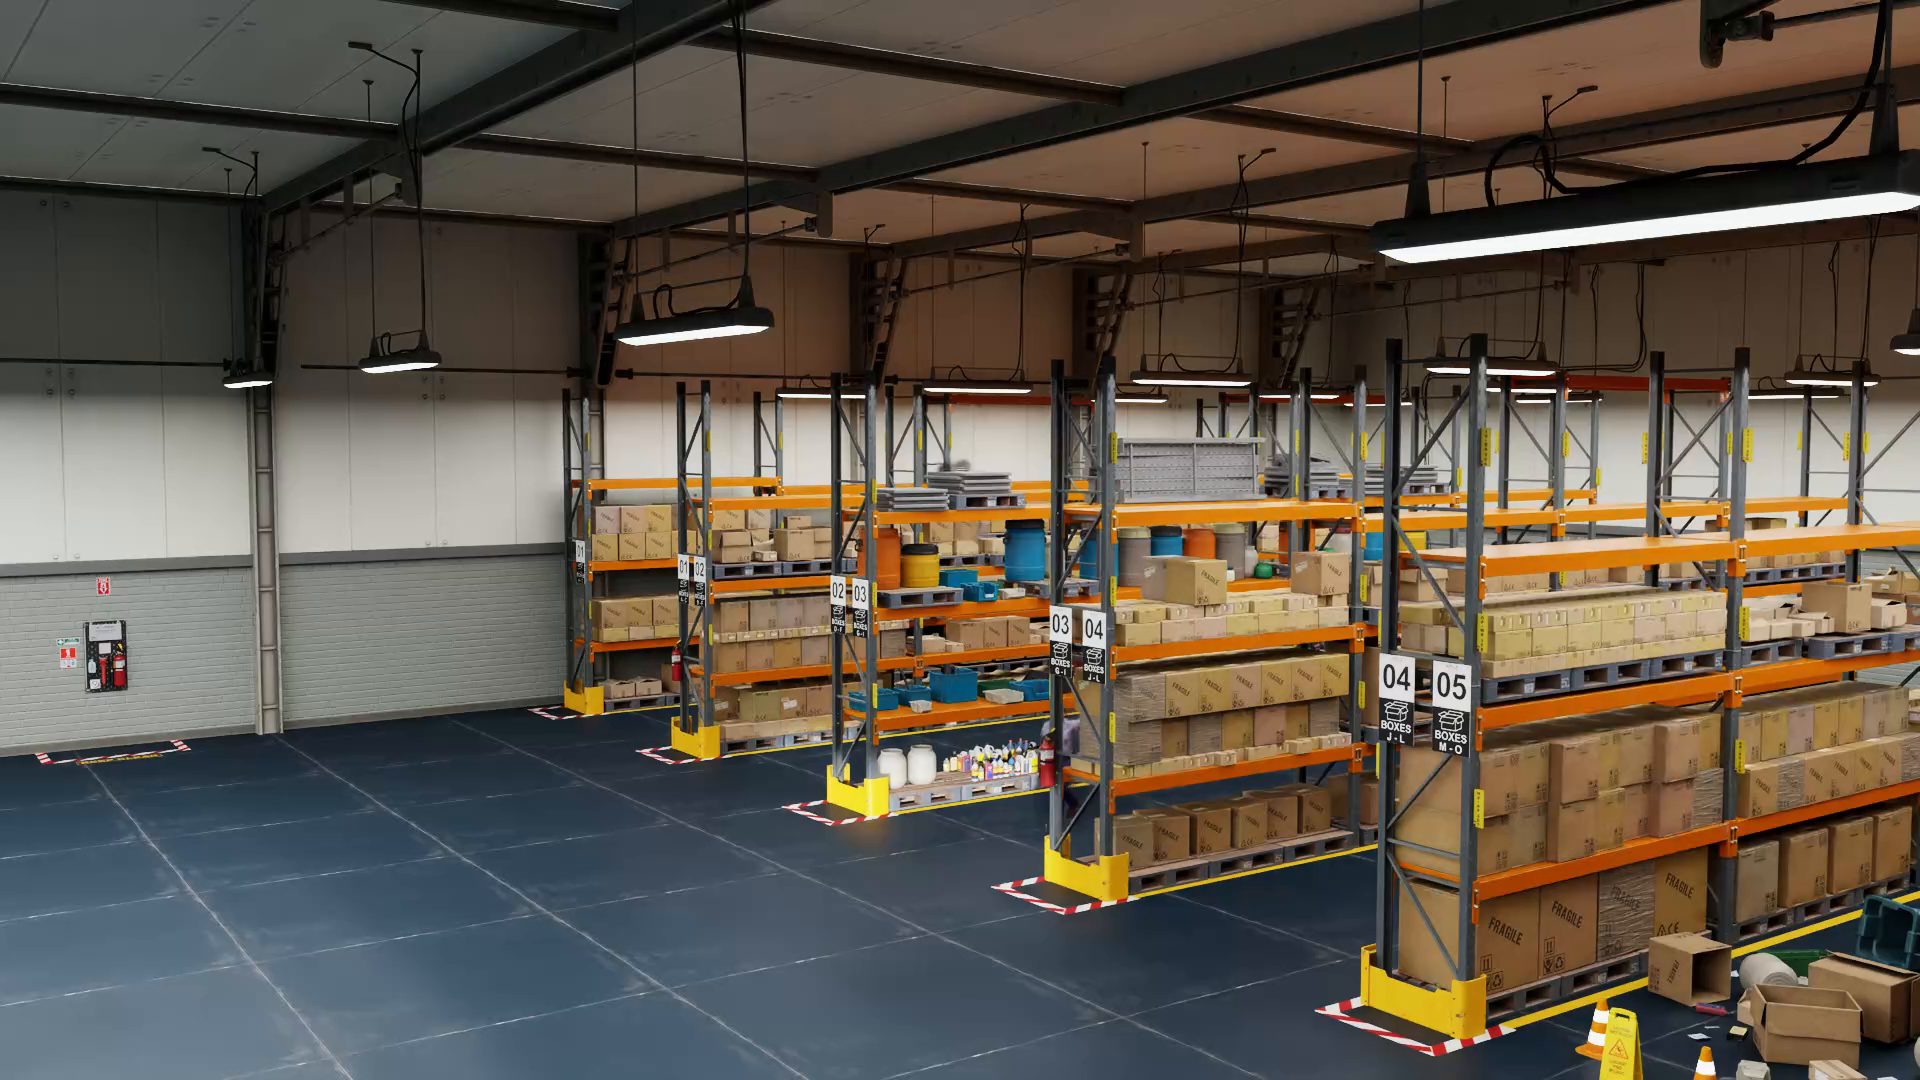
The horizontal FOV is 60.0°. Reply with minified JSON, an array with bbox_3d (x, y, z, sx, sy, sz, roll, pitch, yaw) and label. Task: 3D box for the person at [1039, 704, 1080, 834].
[{"bbox_3d":[1.352,2.954,21.818,0.627,1.686,0.932,2,4,30],"label":"person"}]
